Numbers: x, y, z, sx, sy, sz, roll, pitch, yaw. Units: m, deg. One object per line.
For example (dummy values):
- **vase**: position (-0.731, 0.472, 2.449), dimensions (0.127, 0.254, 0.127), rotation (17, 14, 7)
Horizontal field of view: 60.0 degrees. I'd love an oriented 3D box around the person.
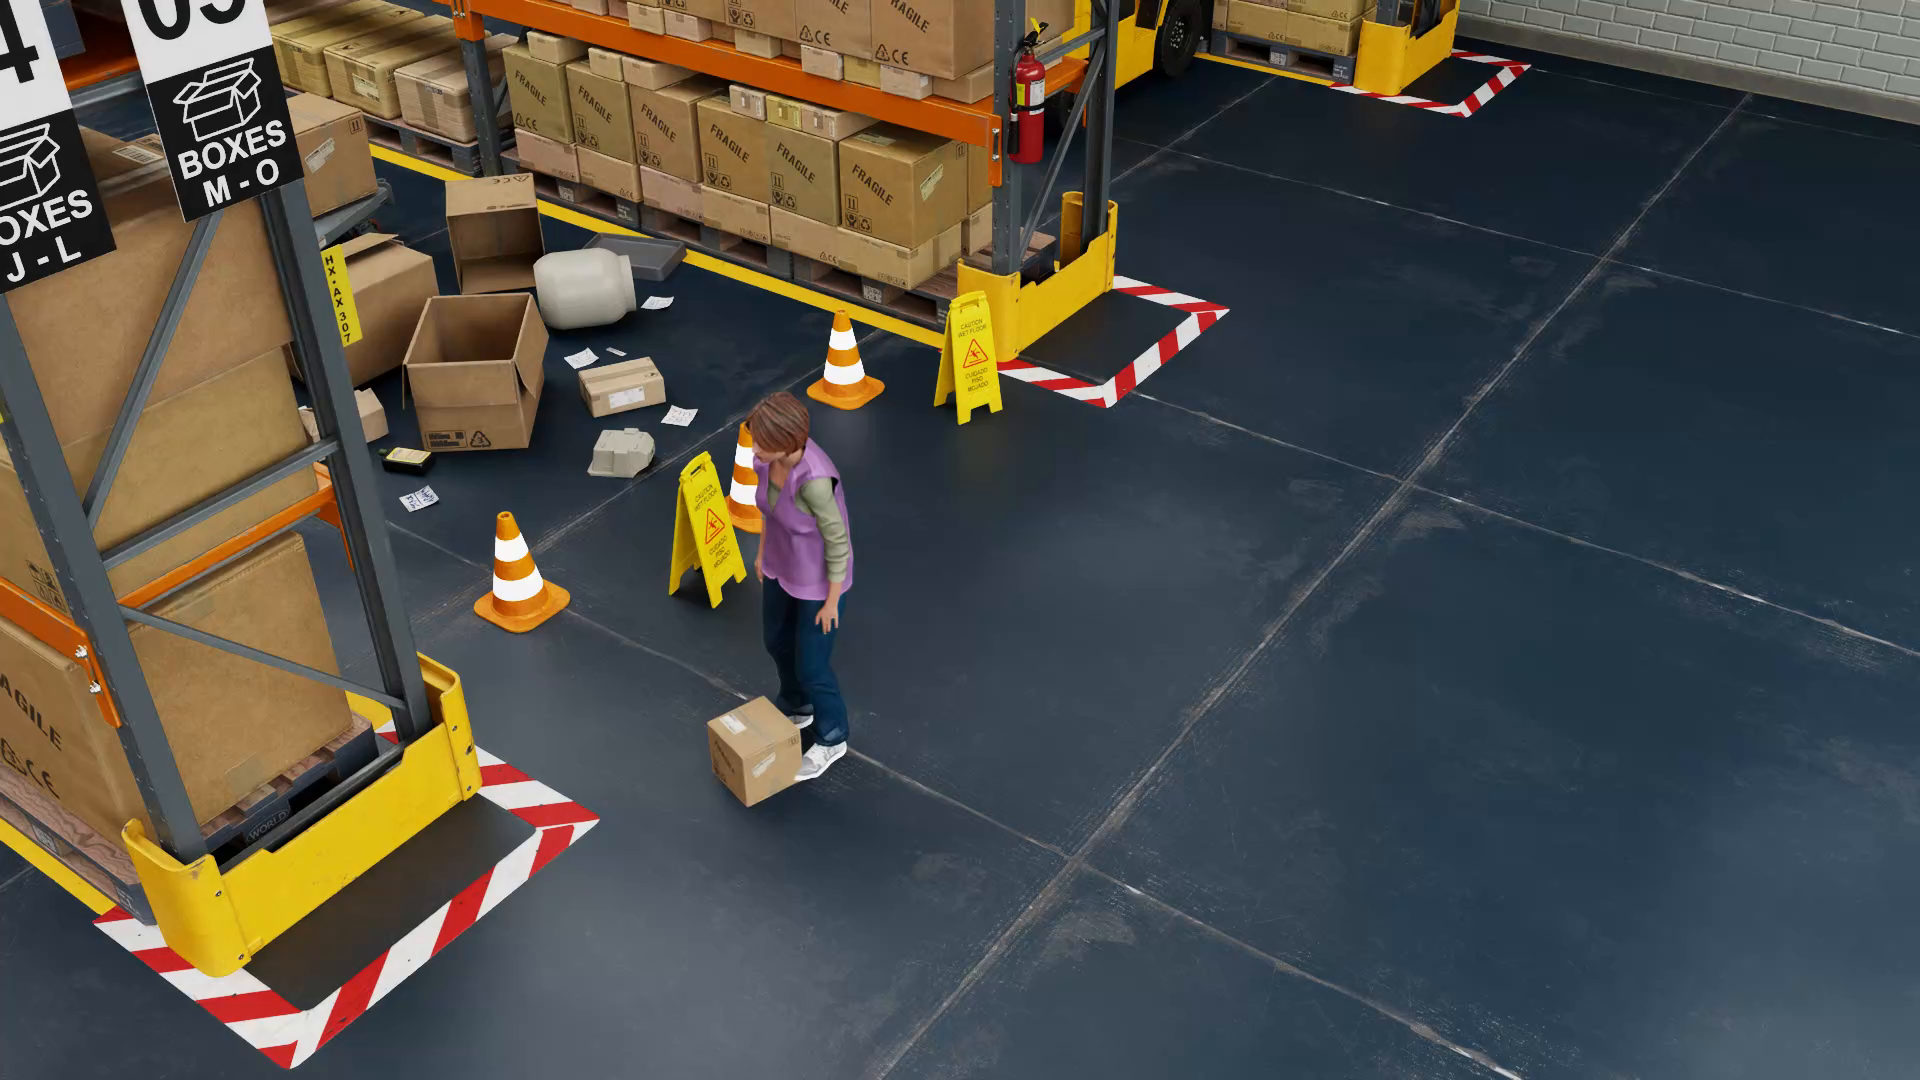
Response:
- **person**: position (-0.578, 0.151, 5.939), dimensions (0.350, 1.593, 0.472), rotation (-24, 42, -30)
